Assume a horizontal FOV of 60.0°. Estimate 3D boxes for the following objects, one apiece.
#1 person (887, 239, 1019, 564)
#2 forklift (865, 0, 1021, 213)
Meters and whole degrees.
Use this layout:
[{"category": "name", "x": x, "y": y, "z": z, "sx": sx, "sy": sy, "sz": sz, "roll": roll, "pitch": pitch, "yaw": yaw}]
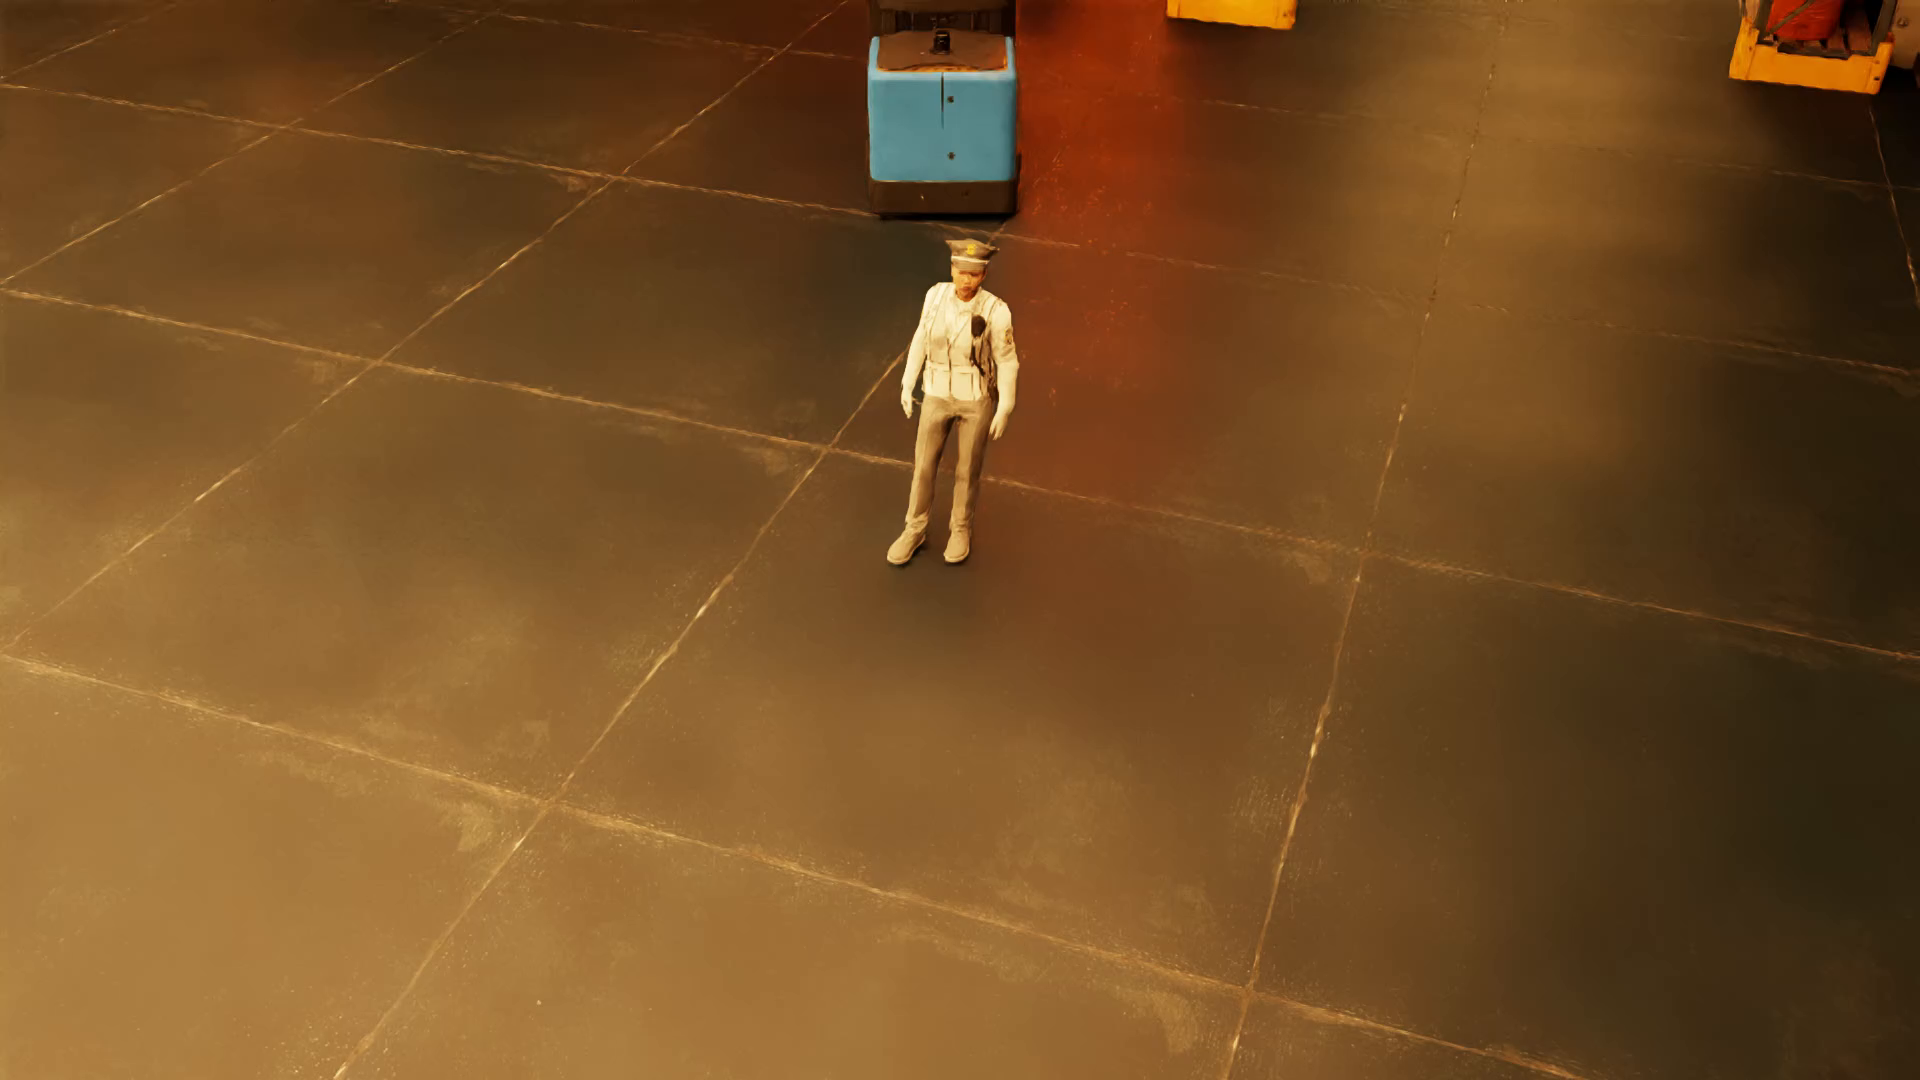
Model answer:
[{"category": "person", "x": -0.029, "y": -0.662, "z": 8.101, "sx": 0.586, "sy": 1.695, "sz": 0.532, "roll": 12, "pitch": 37, "yaw": 16}, {"category": "forklift", "x": -0.133, "y": -4.331, "z": 12.219, "sx": 1.130, "sy": 2.935, "sz": 3.031, "roll": 0, "pitch": 35, "yaw": 0}]
